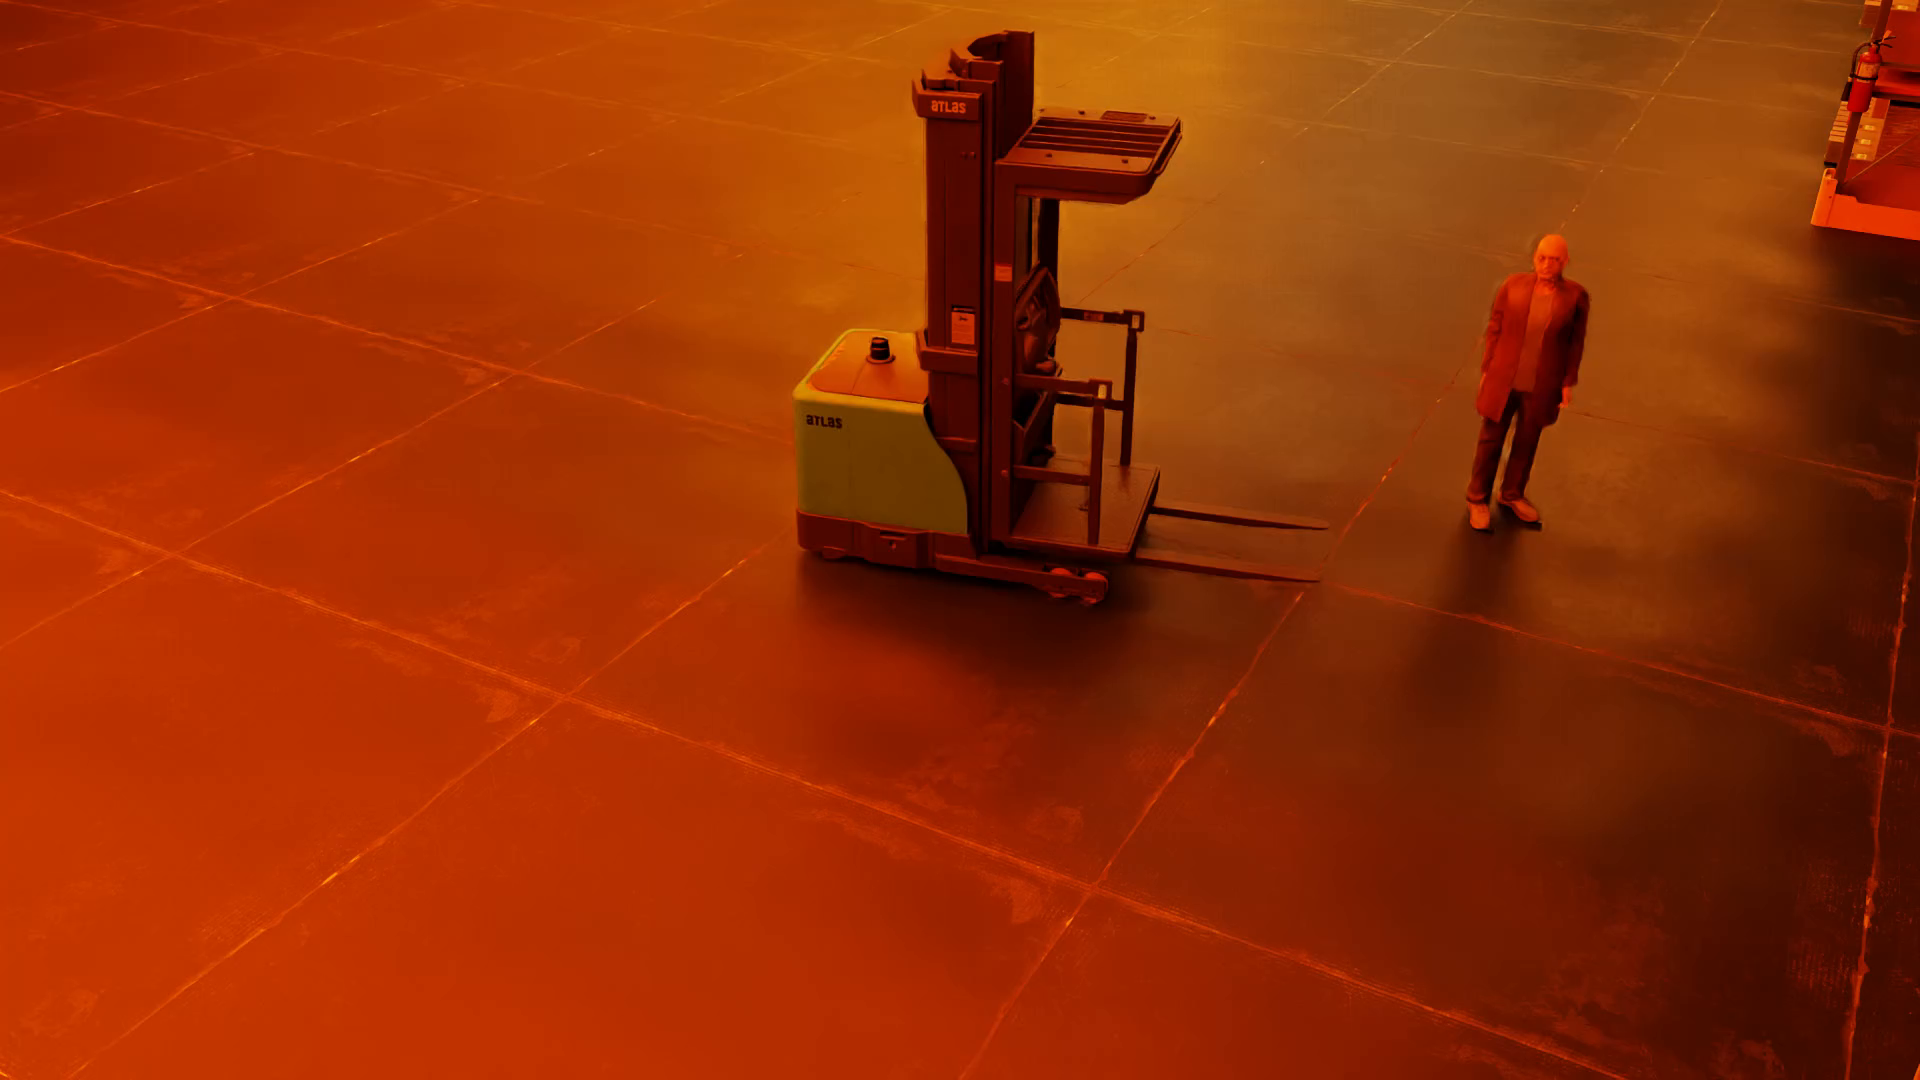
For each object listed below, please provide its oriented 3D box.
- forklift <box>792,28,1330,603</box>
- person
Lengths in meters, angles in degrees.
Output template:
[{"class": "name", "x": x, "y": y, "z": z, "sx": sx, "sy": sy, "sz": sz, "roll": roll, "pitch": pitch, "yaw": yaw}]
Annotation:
[{"class": "forklift", "x": 0.614, "y": -1.212, "z": 9.171, "sx": 3.031, "sy": 2.935, "sz": 1.130, "roll": 8, "pitch": 31, "yaw": 13}, {"class": "person", "x": 3.336, "y": -0.912, "z": 9.805, "sx": 0.555, "sy": 1.780, "sz": 0.517, "roll": 12, "pitch": 32, "yaw": 19}]
